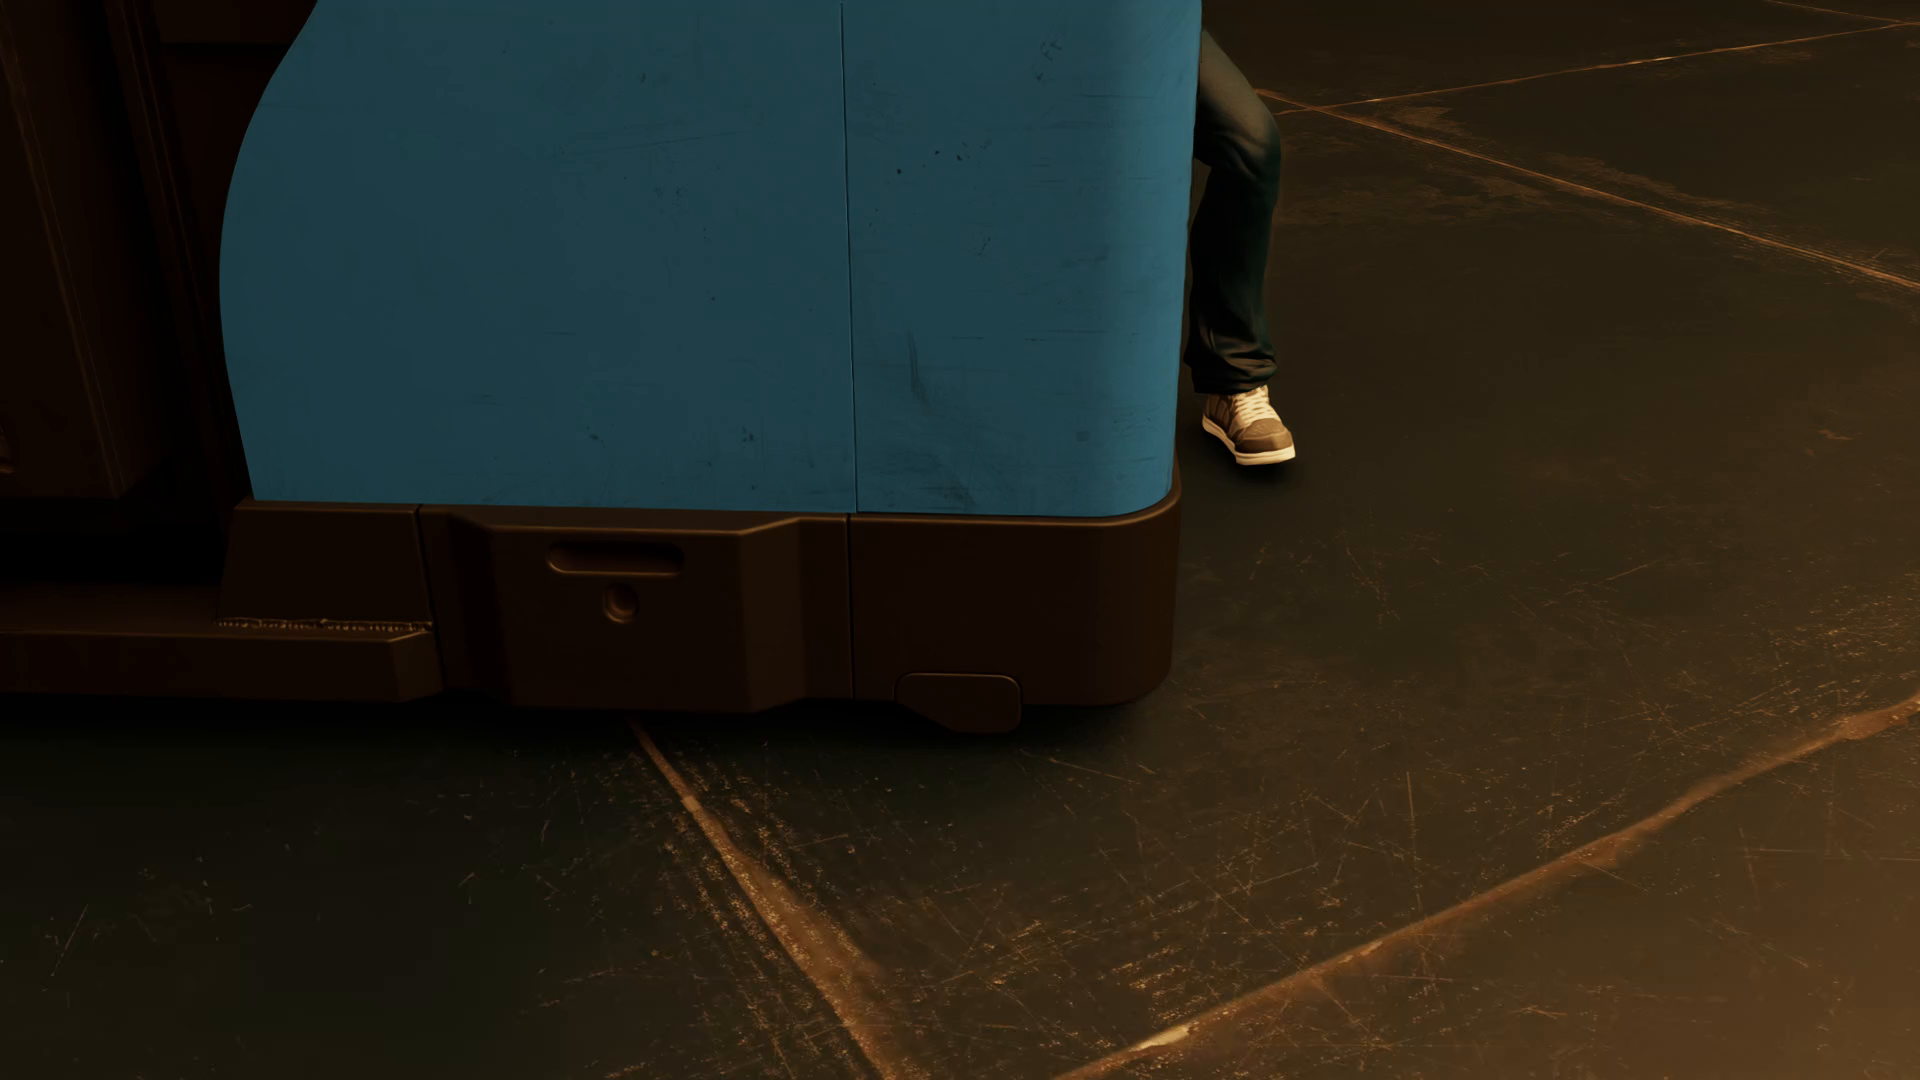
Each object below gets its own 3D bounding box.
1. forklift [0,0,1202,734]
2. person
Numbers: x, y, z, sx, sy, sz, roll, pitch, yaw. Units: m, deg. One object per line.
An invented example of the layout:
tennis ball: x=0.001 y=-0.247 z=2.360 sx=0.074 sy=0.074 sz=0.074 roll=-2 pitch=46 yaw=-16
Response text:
forklift: x=-1.234 y=-1.315 z=1.852 sx=3.031 sy=2.935 sz=1.130 roll=1 pitch=27 yaw=2
person: x=0.353 y=-0.843 z=2.671 sx=0.742 sy=1.381 sz=0.753 roll=-16 pitch=31 yaw=-29
